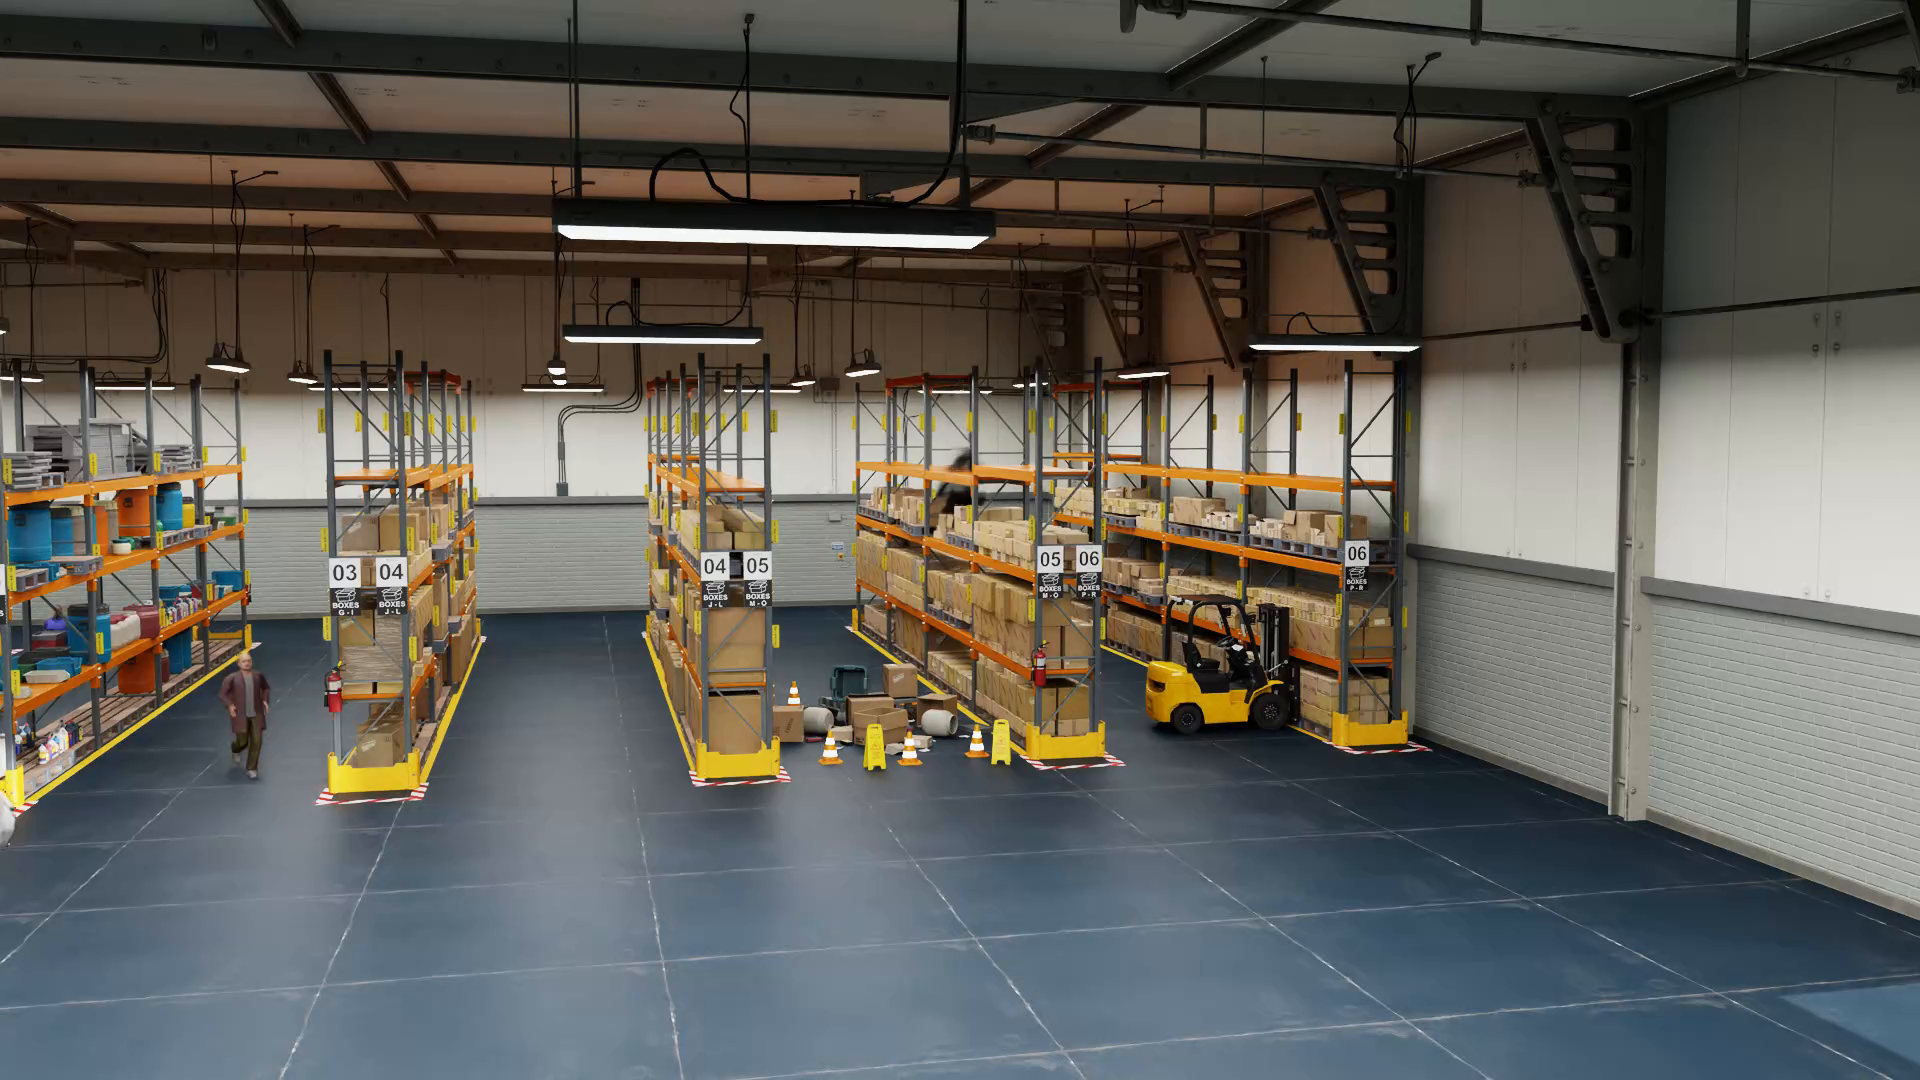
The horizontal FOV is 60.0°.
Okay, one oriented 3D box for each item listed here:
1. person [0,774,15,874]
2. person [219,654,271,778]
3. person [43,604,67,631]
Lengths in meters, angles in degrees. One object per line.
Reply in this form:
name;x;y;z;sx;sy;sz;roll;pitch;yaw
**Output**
person;-10.731;2.854;18.293;0.754;1.778;0.674;1;4;14
person;-10.167;2.486;23.710;0.723;1.739;0.799;-3;5;-39
person;-16.660;2.024;30.715;0.570;1.646;0.929;-1;4;-16
